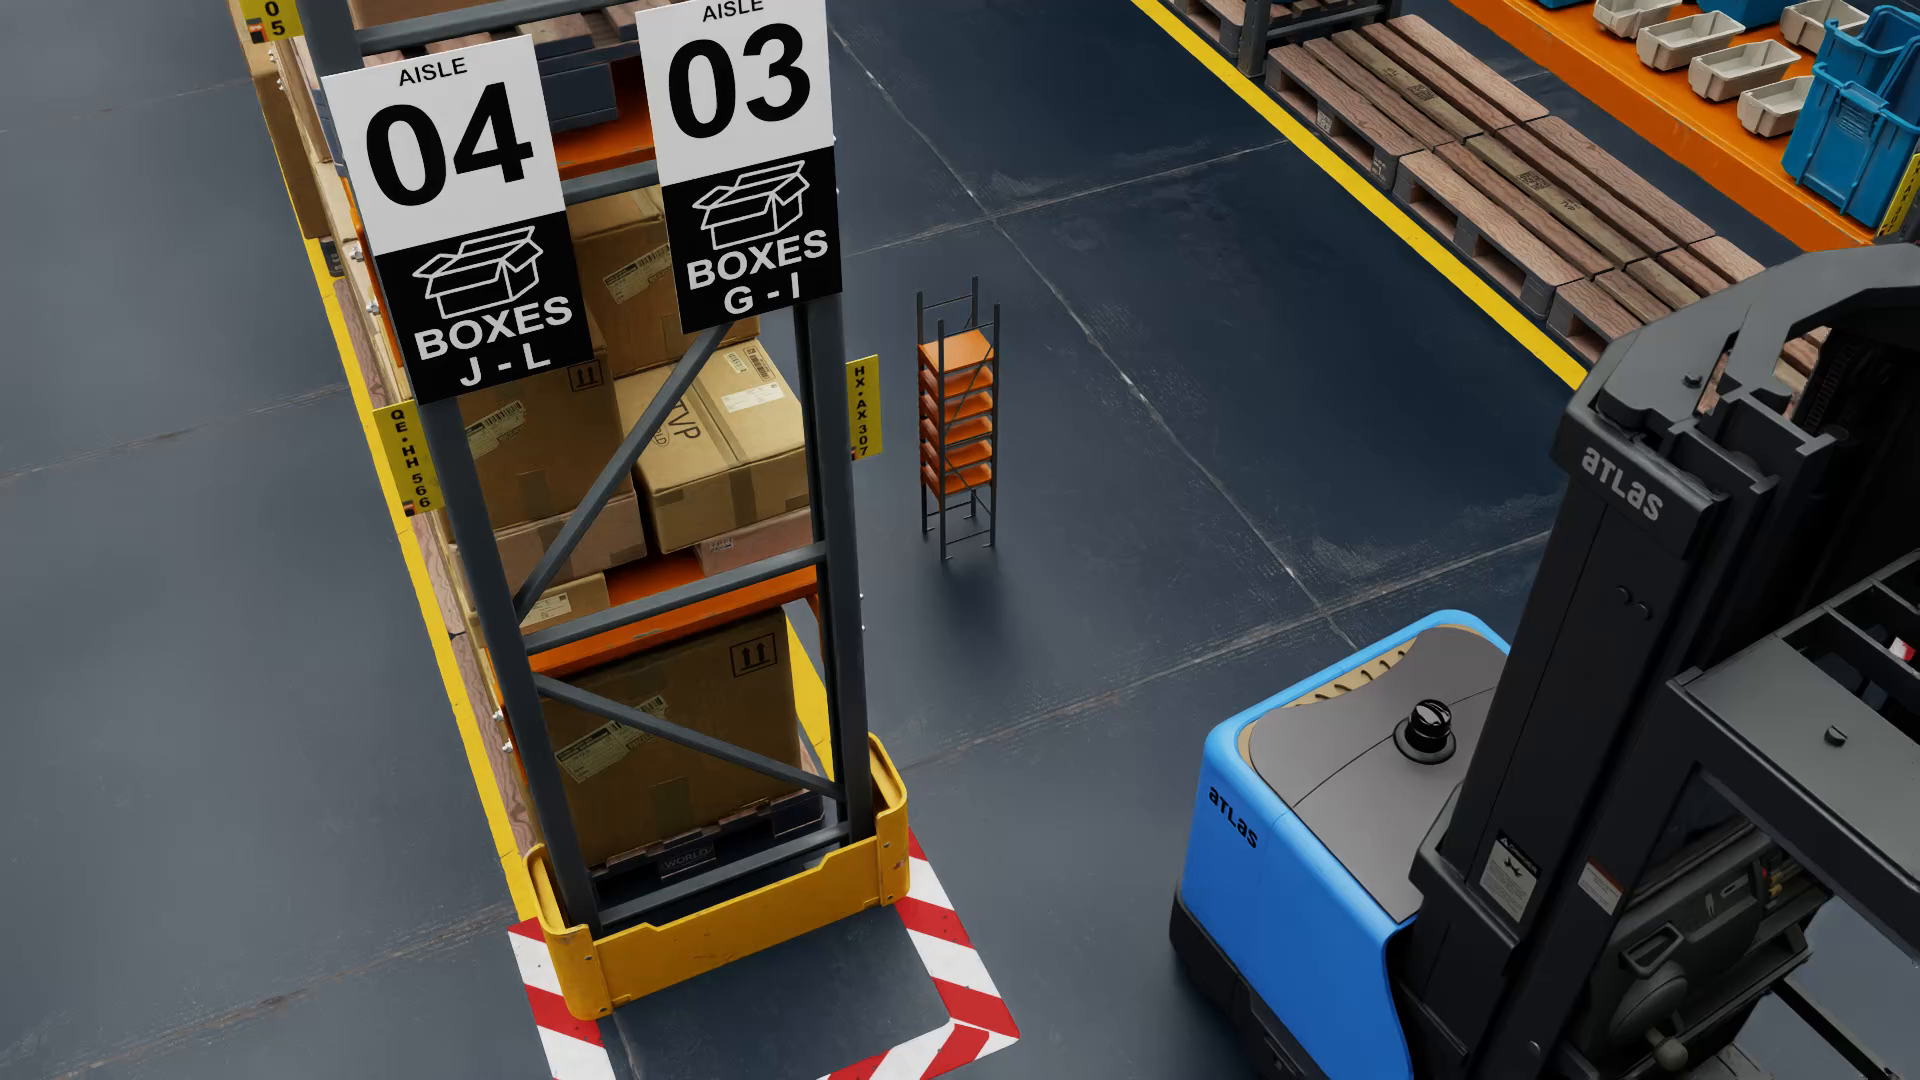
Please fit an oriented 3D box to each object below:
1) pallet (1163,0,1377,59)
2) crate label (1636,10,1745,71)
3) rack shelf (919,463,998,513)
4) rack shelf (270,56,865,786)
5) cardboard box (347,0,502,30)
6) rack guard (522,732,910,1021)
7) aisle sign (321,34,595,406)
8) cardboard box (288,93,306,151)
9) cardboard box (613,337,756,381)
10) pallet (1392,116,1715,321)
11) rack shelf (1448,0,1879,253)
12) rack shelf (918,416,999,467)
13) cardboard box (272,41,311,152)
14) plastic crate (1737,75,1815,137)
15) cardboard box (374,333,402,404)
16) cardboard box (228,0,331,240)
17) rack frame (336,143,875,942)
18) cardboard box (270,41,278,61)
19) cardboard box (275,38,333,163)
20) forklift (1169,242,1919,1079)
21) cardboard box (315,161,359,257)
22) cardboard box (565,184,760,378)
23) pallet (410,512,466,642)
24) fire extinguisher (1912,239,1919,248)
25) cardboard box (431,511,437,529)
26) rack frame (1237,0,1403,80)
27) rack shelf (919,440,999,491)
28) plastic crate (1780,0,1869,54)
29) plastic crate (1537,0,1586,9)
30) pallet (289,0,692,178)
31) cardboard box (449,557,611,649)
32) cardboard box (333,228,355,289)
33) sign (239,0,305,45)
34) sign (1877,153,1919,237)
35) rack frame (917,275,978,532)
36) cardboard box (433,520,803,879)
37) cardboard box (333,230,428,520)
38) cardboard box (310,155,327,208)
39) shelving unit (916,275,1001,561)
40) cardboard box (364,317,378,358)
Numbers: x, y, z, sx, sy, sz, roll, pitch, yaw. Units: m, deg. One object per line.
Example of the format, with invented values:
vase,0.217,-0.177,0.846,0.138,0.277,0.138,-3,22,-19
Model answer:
pallet,1.767,-3.362,10.007,1.003,0.211,1.213,-18,47,-17
crate label,2.981,-2.055,6.842,0.396,0.136,0.243,-18,47,-17
rack shelf,-0.006,-0.234,6.538,0.258,0.103,0.180,-18,47,-17
rack shelf,-1.599,-0.858,5.996,1.077,0.370,4.000,-18,47,-17
cardboard box,-1.025,-1.443,3.500,0.700,0.500,0.500,-21,48,-20
rack guard,-0.748,1.066,5.314,1.175,0.500,0.348,-18,47,-17
aisle sign,-1.000,-0.630,3.402,0.394,0.787,0.004,-18,47,-17
cardboard box,-2.395,-1.677,6.493,0.380,0.149,0.250,-17,47,-16
cardboard box,-0.939,-0.607,5.124,0.500,0.250,0.500,-19,48,-18
pallet,2.915,-1.623,8.244,1.003,0.211,1.213,-18,47,-17
rack shelf,2.895,-2.320,7.478,1.077,0.370,4.000,-18,47,-17
rack shelf,-0.006,-0.405,6.369,0.258,0.103,0.180,-18,47,-17
cardboard box,-2.275,-1.746,6.278,0.500,0.250,0.500,-18,47,-18
plastic crate,3.229,-1.696,6.478,0.396,0.136,0.243,-18,47,-17
cardboard box,-1.415,-0.446,4.961,0.500,0.250,0.500,-19,48,-18
cardboard box,-2.727,-2.183,8.041,1.225,0.875,0.875,-18,47,-17
rack frame,-0.758,0.161,4.451,1.000,3.000,0.127,-18,47,-17
cardboard box,-2.617,-2.012,6.832,0.380,0.149,0.250,-18,47,-17
cardboard box,-2.047,-1.681,5.679,0.500,0.500,0.500,-19,48,-19
forklift,1.874,0.967,3.683,1.130,2.935,3.031,-23,49,-22
cardboard box,-1.852,-1.101,5.625,0.500,0.250,0.500,-18,47,-17
cardboard box,-0.925,-0.863,4.850,0.500,0.500,0.500,-19,48,-18
pallet,-1.674,-0.109,6.711,1.003,0.211,1.213,-18,47,-17
fire extinguisher,3.387,-0.911,5.859,0.296,0.674,0.183,-18,47,-17
cardboard box,-1.422,-0.206,5.002,0.380,0.149,0.250,-18,47,-17
rack frame,2.054,-3.851,8.517,1.000,3.000,0.127,-18,47,-17
rack shelf,-0.006,-0.319,6.453,0.258,0.103,0.180,-18,47,-17
plastic crate,3.586,-2.145,6.933,0.250,0.136,0.298,-18,47,-17
plastic crate,2.640,-2.497,7.221,0.416,0.233,0.300,-18,47,-17
pallet,-1.079,-1.345,3.905,1.003,0.211,1.213,-18,47,-17
cardboard box,-1.207,0.120,4.671,0.380,0.149,0.250,-17,47,-17
cardboard box,-1.960,-1.019,5.826,0.380,0.149,0.250,-19,48,-19
sign,-1.256,-1.043,2.961,0.100,0.325,0.005,-18,47,-17
sign,3.244,-1.187,5.701,0.100,0.325,0.005,-18,47,-17
rack frame,-0.045,-0.495,6.397,0.240,1.200,0.006,-18,47,-17
cardboard box,-1.100,0.383,5.440,0.875,0.875,0.875,-18,47,-17
cardboard box,-1.857,-0.764,6.602,0.875,0.875,0.875,-18,47,-17
cardboard box,-2.176,-1.347,6.158,0.380,0.149,0.250,-19,48,-18
shelving unit,-0.006,-0.436,6.338,0.258,1.200,0.189,-18,47,-17
cardboard box,-1.747,-0.695,5.498,0.380,0.149,0.250,-18,47,-17
